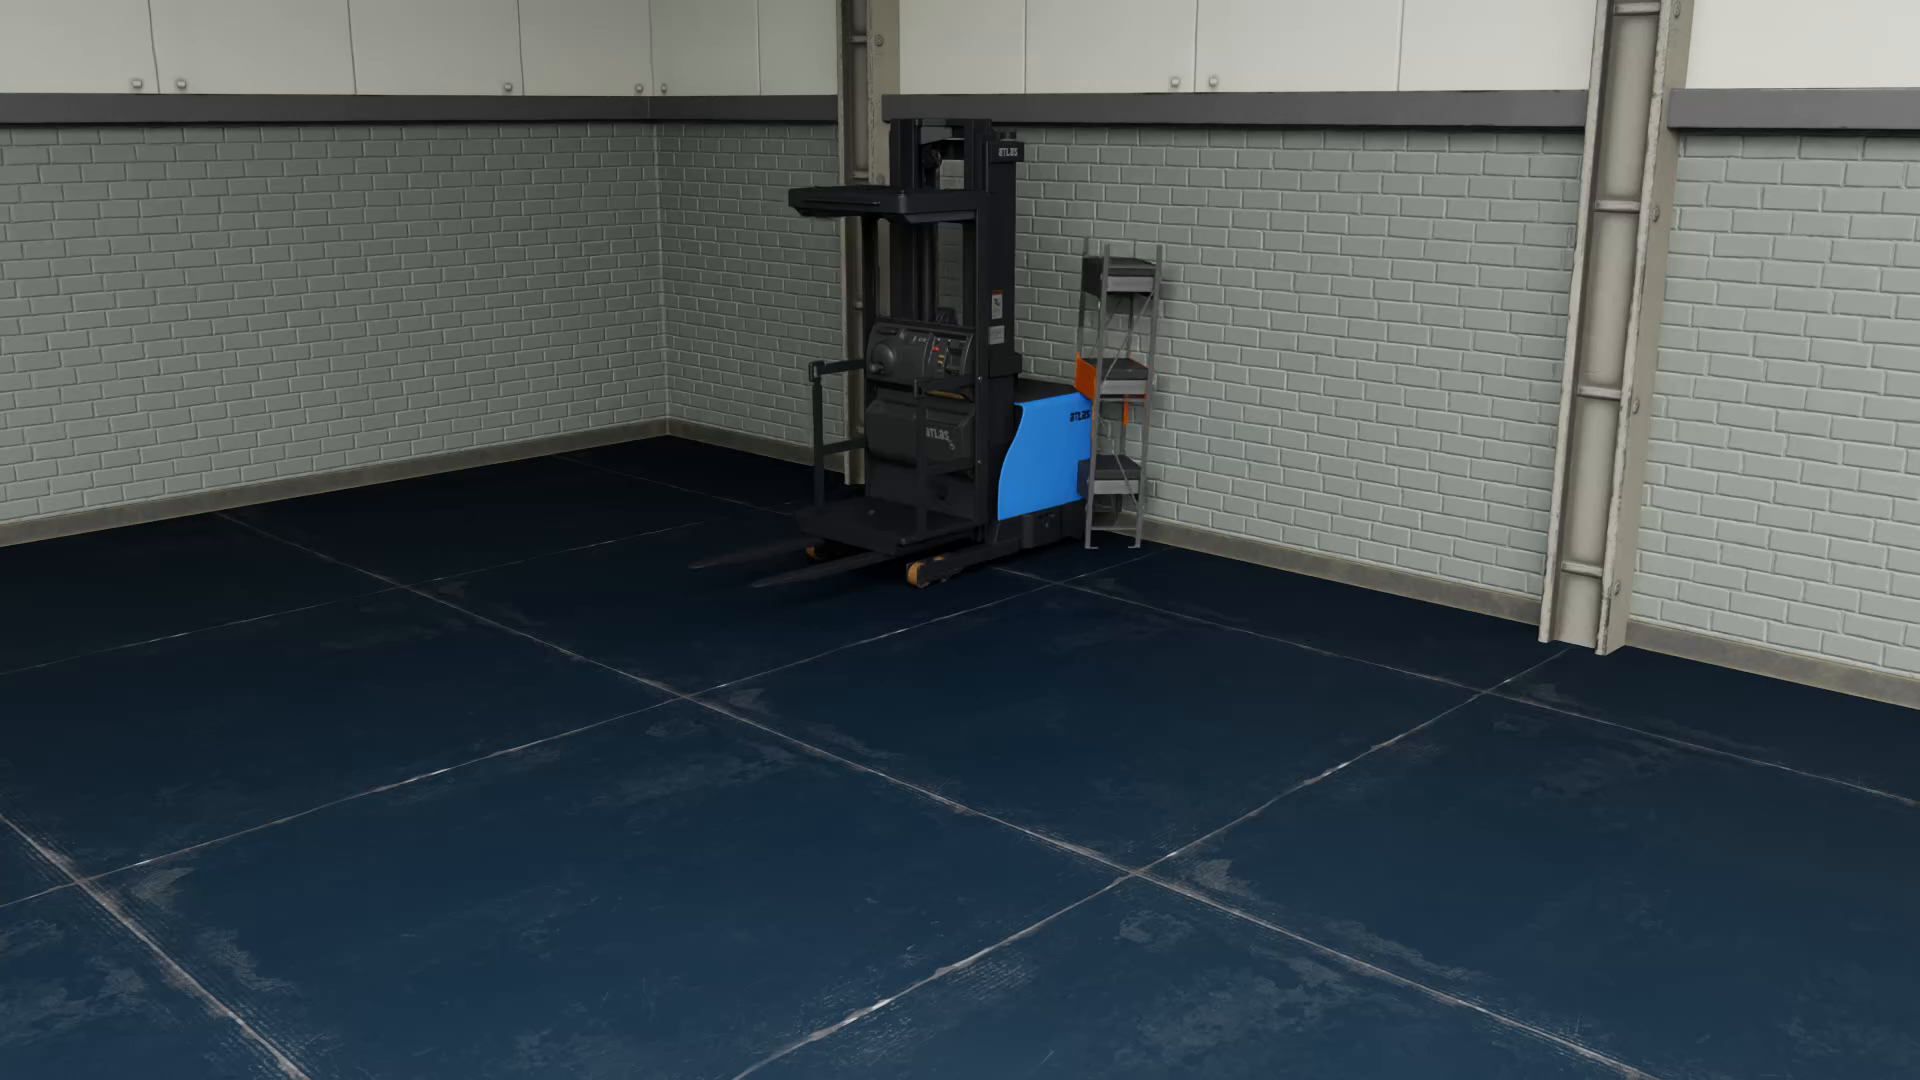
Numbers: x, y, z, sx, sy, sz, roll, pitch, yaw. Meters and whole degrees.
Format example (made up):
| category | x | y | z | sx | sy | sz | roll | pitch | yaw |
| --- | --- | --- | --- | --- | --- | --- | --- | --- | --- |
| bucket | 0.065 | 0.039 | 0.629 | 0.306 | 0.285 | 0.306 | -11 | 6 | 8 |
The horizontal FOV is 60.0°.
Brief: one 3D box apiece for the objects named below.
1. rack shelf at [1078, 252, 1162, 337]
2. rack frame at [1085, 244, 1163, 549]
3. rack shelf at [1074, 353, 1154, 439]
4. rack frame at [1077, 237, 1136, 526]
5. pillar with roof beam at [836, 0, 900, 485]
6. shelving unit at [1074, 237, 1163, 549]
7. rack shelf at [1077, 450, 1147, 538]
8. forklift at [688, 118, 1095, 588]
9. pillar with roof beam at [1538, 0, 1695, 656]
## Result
| category | x | y | z | sx | sy | sz | roll | pitch | yaw |
| --- | --- | --- | --- | --- | --- | --- | --- | --- | --- |
| rack shelf | 1.088 | -1.679 | 11.379 | 0.431 | 0.518 | 0.480 | -1 | 16 | -12 |
| rack frame | 1.110 | -0.953 | 11.332 | 0.400 | 2.100 | 0.015 | -1 | 16 | -12 |
| rack shelf | 1.058 | -1.005 | 11.565 | 0.431 | 0.518 | 0.480 | -1 | 16 | -12 |
| rack frame | 1.007 | -1.084 | 11.791 | 0.400 | 2.100 | 0.015 | -1 | 16 | -12 |
| pillar with roof beam | -3.695 | -4.030 | 9.552 | 0.400 | 9.000 | 9.100 | 14 | 20 | 42 |
| shelving unit | 1.059 | -1.018 | 11.561 | 0.431 | 2.100 | 0.503 | -1 | 16 | -12 |
| rack shelf | 1.028 | -0.331 | 11.751 | 0.431 | 0.518 | 0.480 | -1 | 16 | -12 |
| forklift | -0.419 | -1.255 | 10.936 | 1.130 | 2.935 | 3.031 | 14 | 20 | 42 |
| pillar with roof beam | 0.624 | -2.980 | 5.522 | 0.400 | 9.000 | 9.100 | 14 | 20 | 42 |
